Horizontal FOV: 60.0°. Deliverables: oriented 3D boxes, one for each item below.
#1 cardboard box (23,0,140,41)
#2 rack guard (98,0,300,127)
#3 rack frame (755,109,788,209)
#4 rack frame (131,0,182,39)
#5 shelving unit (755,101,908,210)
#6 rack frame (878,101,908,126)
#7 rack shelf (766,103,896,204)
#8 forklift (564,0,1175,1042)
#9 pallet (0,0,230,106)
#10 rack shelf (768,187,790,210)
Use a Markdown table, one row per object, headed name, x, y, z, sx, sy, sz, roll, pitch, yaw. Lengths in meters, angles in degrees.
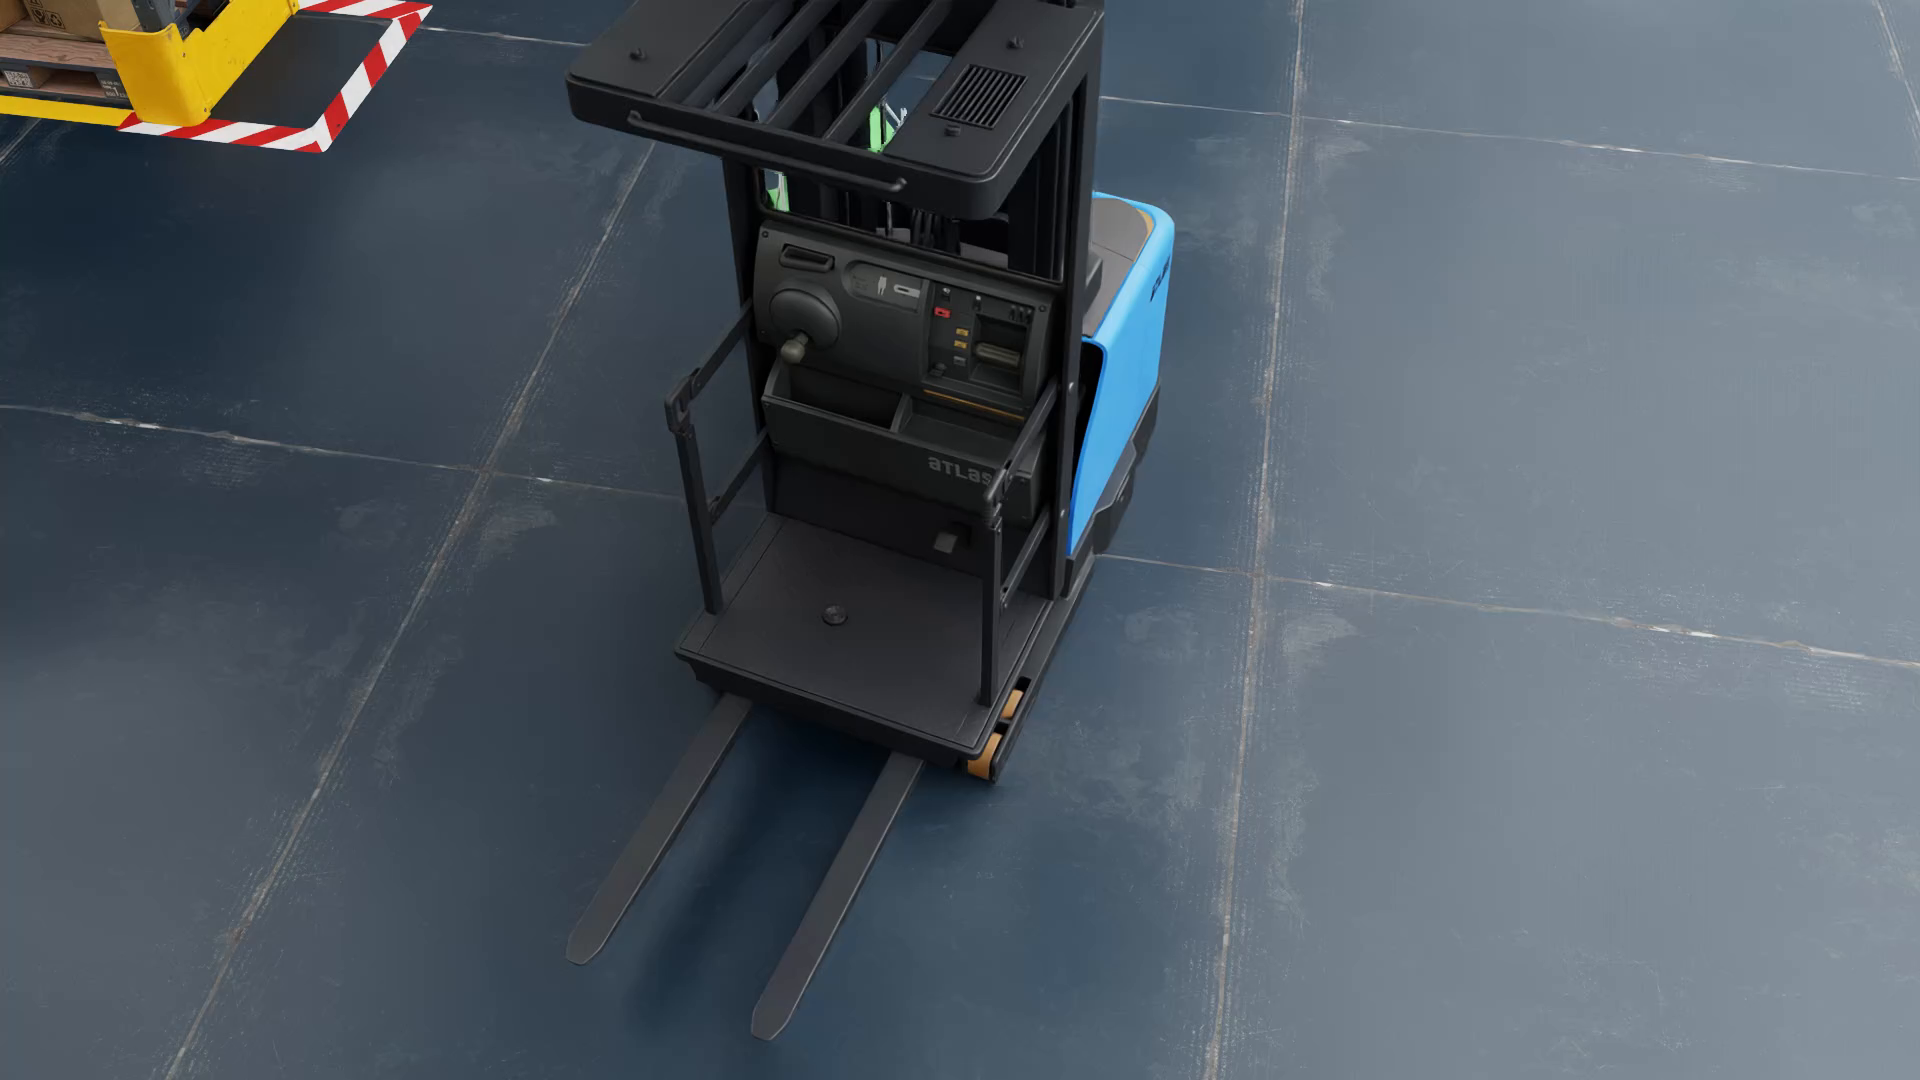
| name | x | y | z | sx | sy | sz | roll | pitch | yaw |
| --- | --- | --- | --- | --- | --- | --- | --- | --- | --- |
| cardboard box | -4.285 | -2.833 | 8.177 | 0.500 | 0.500 | 0.500 | 16 | 50 | 14 |
| rack guard | -3.748 | -2.608 | 8.257 | 0.348 | 0.500 | 1.175 | 8 | 49 | 7 |
| rack frame | -0.690 | -1.083 | 6.417 | 0.015 | 1.200 | 0.240 | -20 | 51 | -17 |
| rack frame | -3.673 | -3.433 | 7.318 | 0.127 | 3.000 | 1.000 | 8 | 49 | 7 |
| shelving unit | -0.469 | -1.161 | 6.487 | 0.503 | 1.200 | 0.258 | -20 | 51 | -17 |
| rack frame | -0.249 | -1.240 | 6.557 | 0.015 | 1.200 | 0.240 | -20 | 51 | -17 |
| rack shelf | -0.469 | -1.440 | 6.177 | 0.480 | 0.148 | 0.258 | -20 | 51 | -17 |
| forklift | -0.262 | -0.551 | 4.775 | 1.130 | 2.935 | 3.031 | 17 | 50 | 15 |
| pallet | -4.541 | -2.645 | 8.484 | 1.213 | 0.211 | 1.003 | 8 | 49 | 7 |
| rack shelf | -0.469 | -1.279 | 6.356 | 0.480 | 0.148 | 0.258 | -20 | 51 | -17 |
